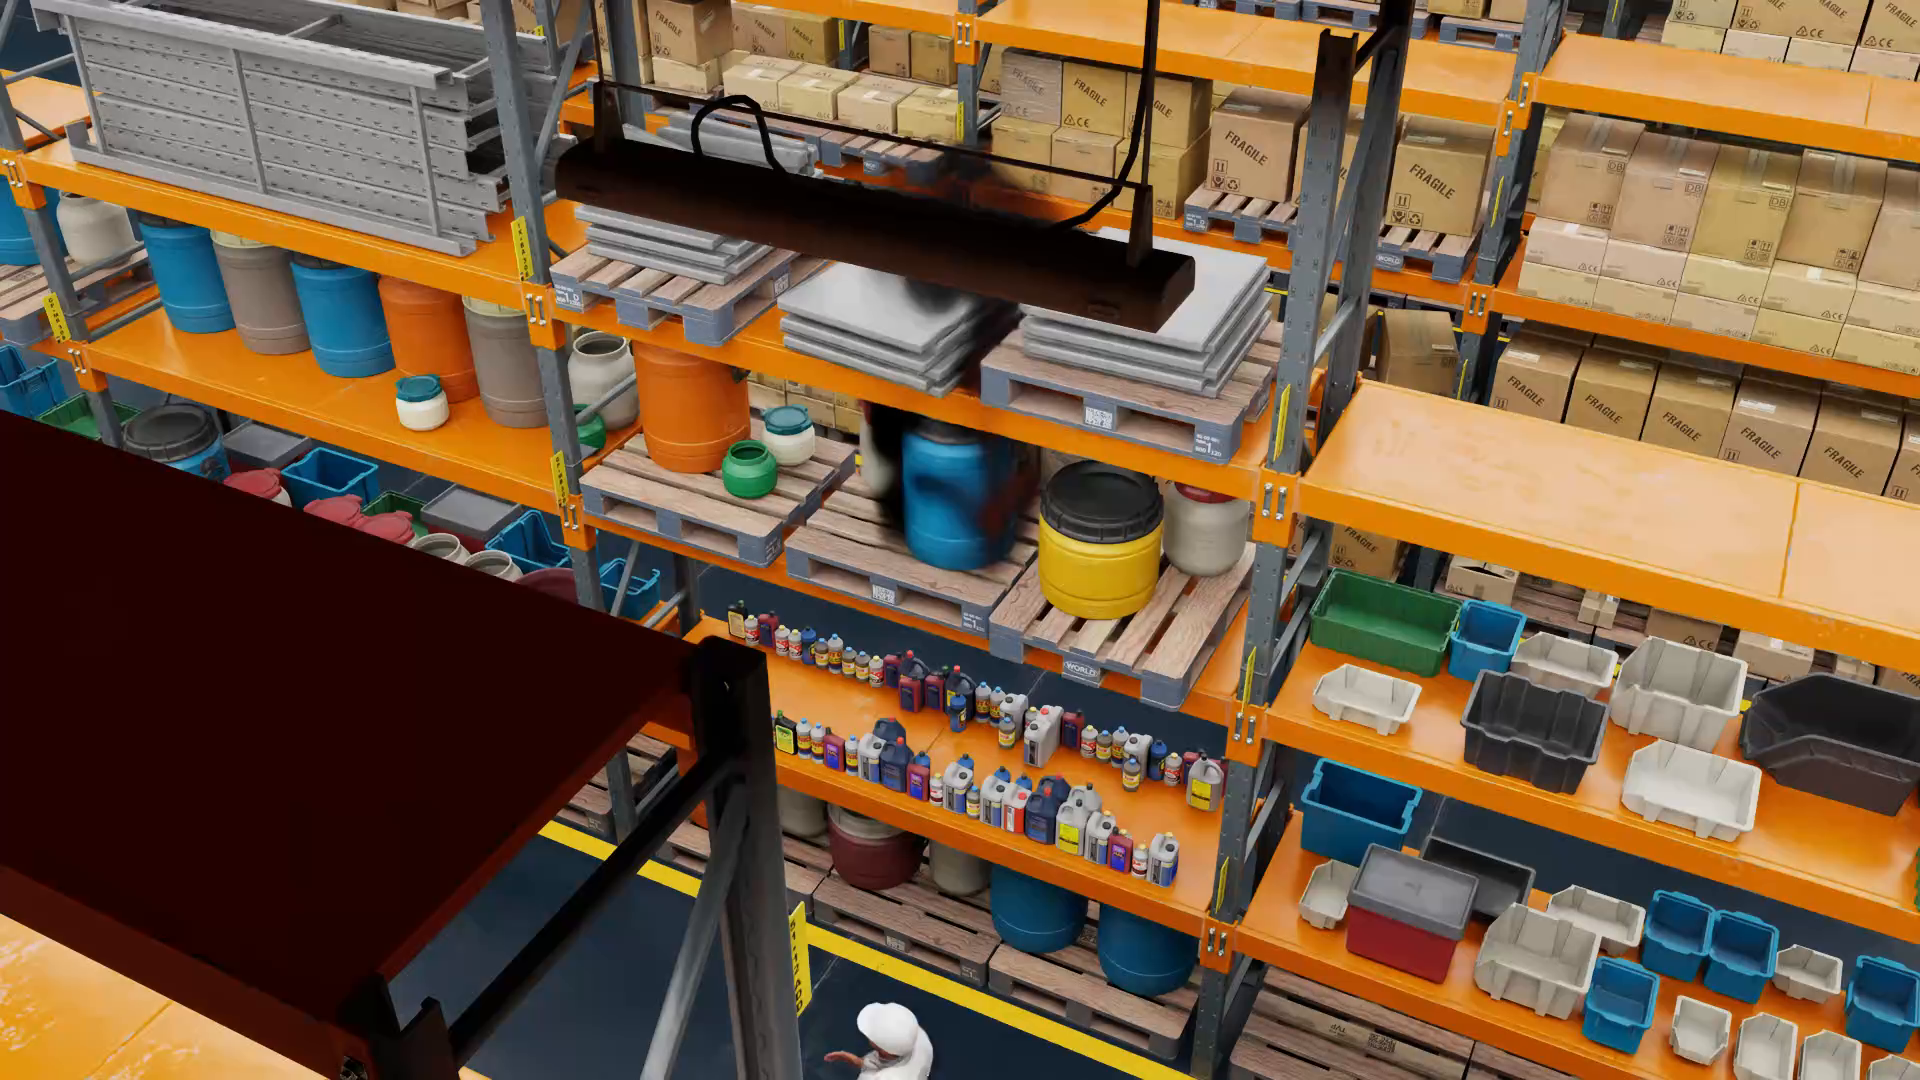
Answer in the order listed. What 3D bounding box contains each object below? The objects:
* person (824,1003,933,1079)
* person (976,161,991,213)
[{"bbox_3d":[-0.287,2.925,8.147,0.864,1.826,0.639,15,38,20],"label":"person"},{"bbox_3d":[0.158,-3.463,17.394,0.792,1.668,0.527,3,35,4],"label":"person"}]
